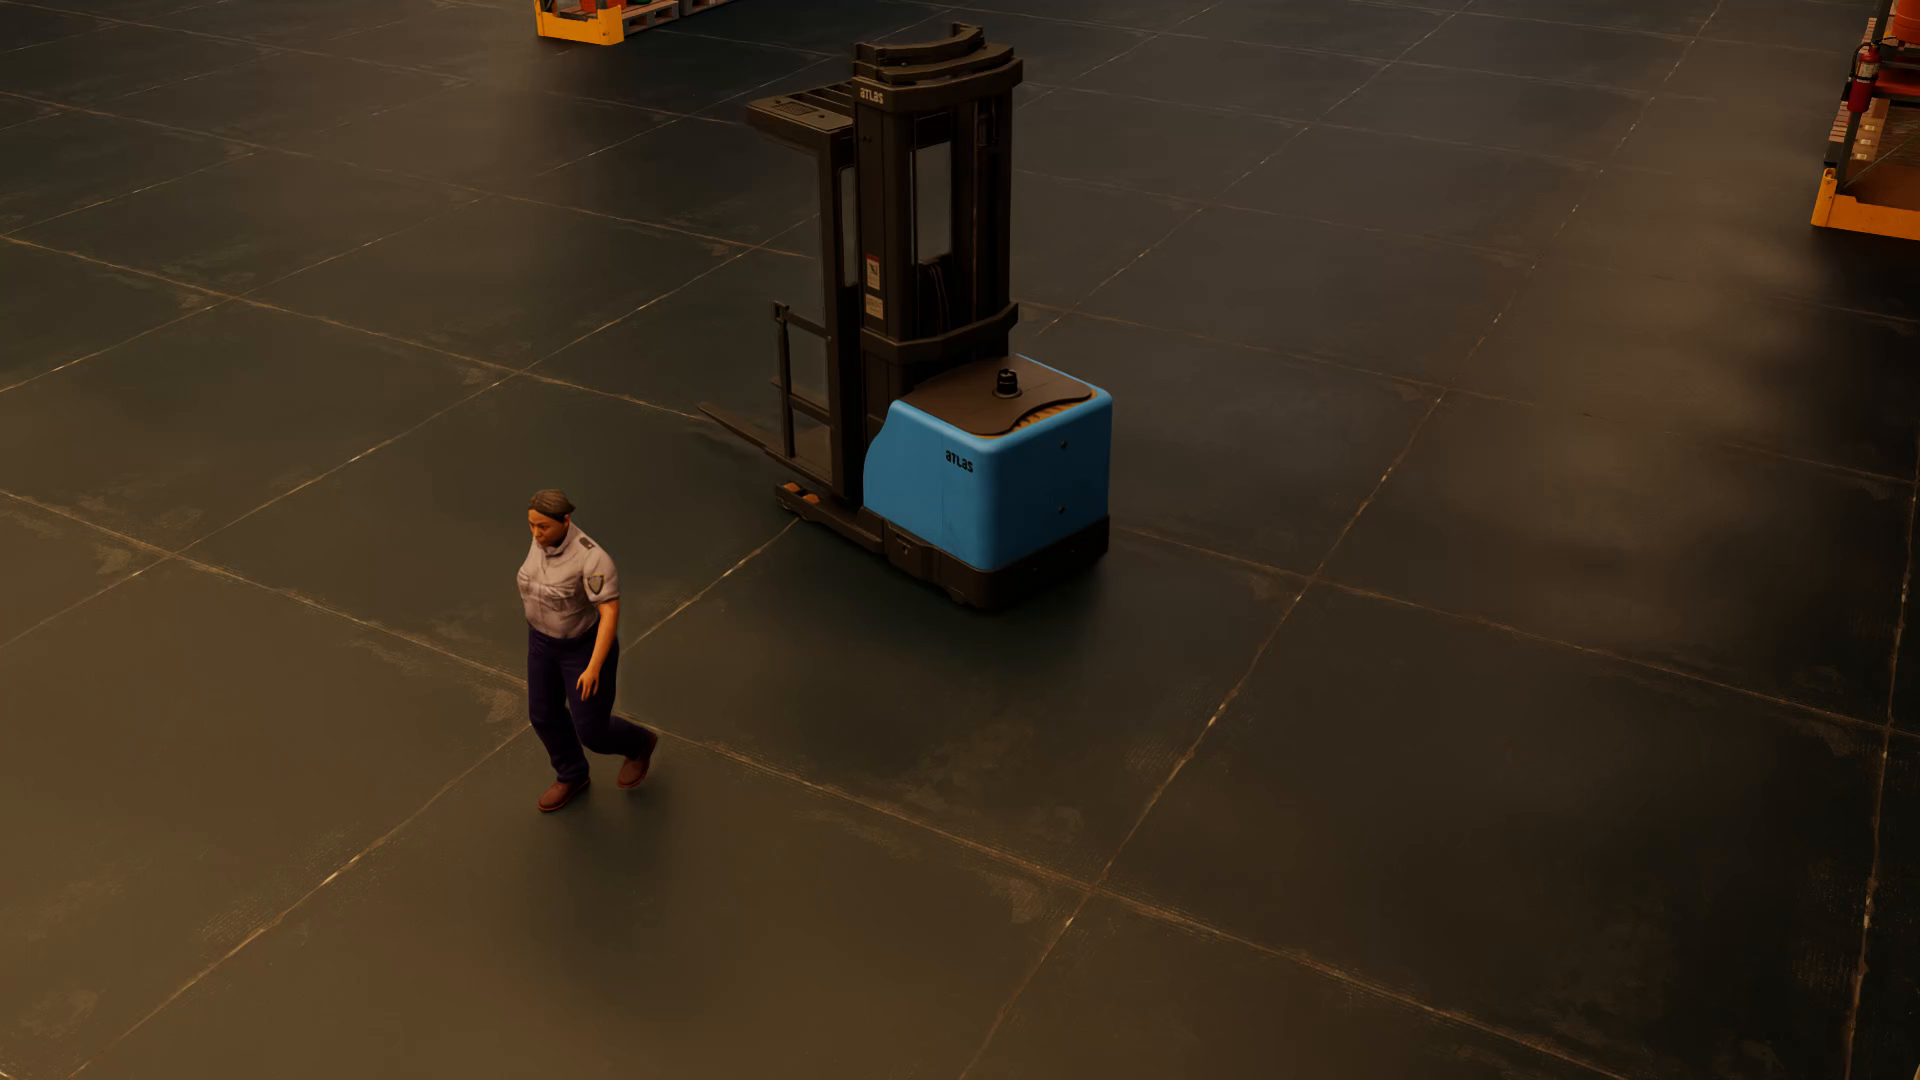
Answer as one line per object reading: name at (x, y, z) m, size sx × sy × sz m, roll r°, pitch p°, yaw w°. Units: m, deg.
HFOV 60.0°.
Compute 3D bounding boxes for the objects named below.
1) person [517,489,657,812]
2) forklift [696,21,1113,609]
person at (-1.746, 0.482, 7.544) m, size 0.719 × 1.633 × 0.564 m, roll 18°, pitch 35°, yaw 28°
forklift at (-0.496, -1.538, 9.736) m, size 1.130 × 2.935 × 3.031 m, roll -25°, pitch 38°, yaw -36°
